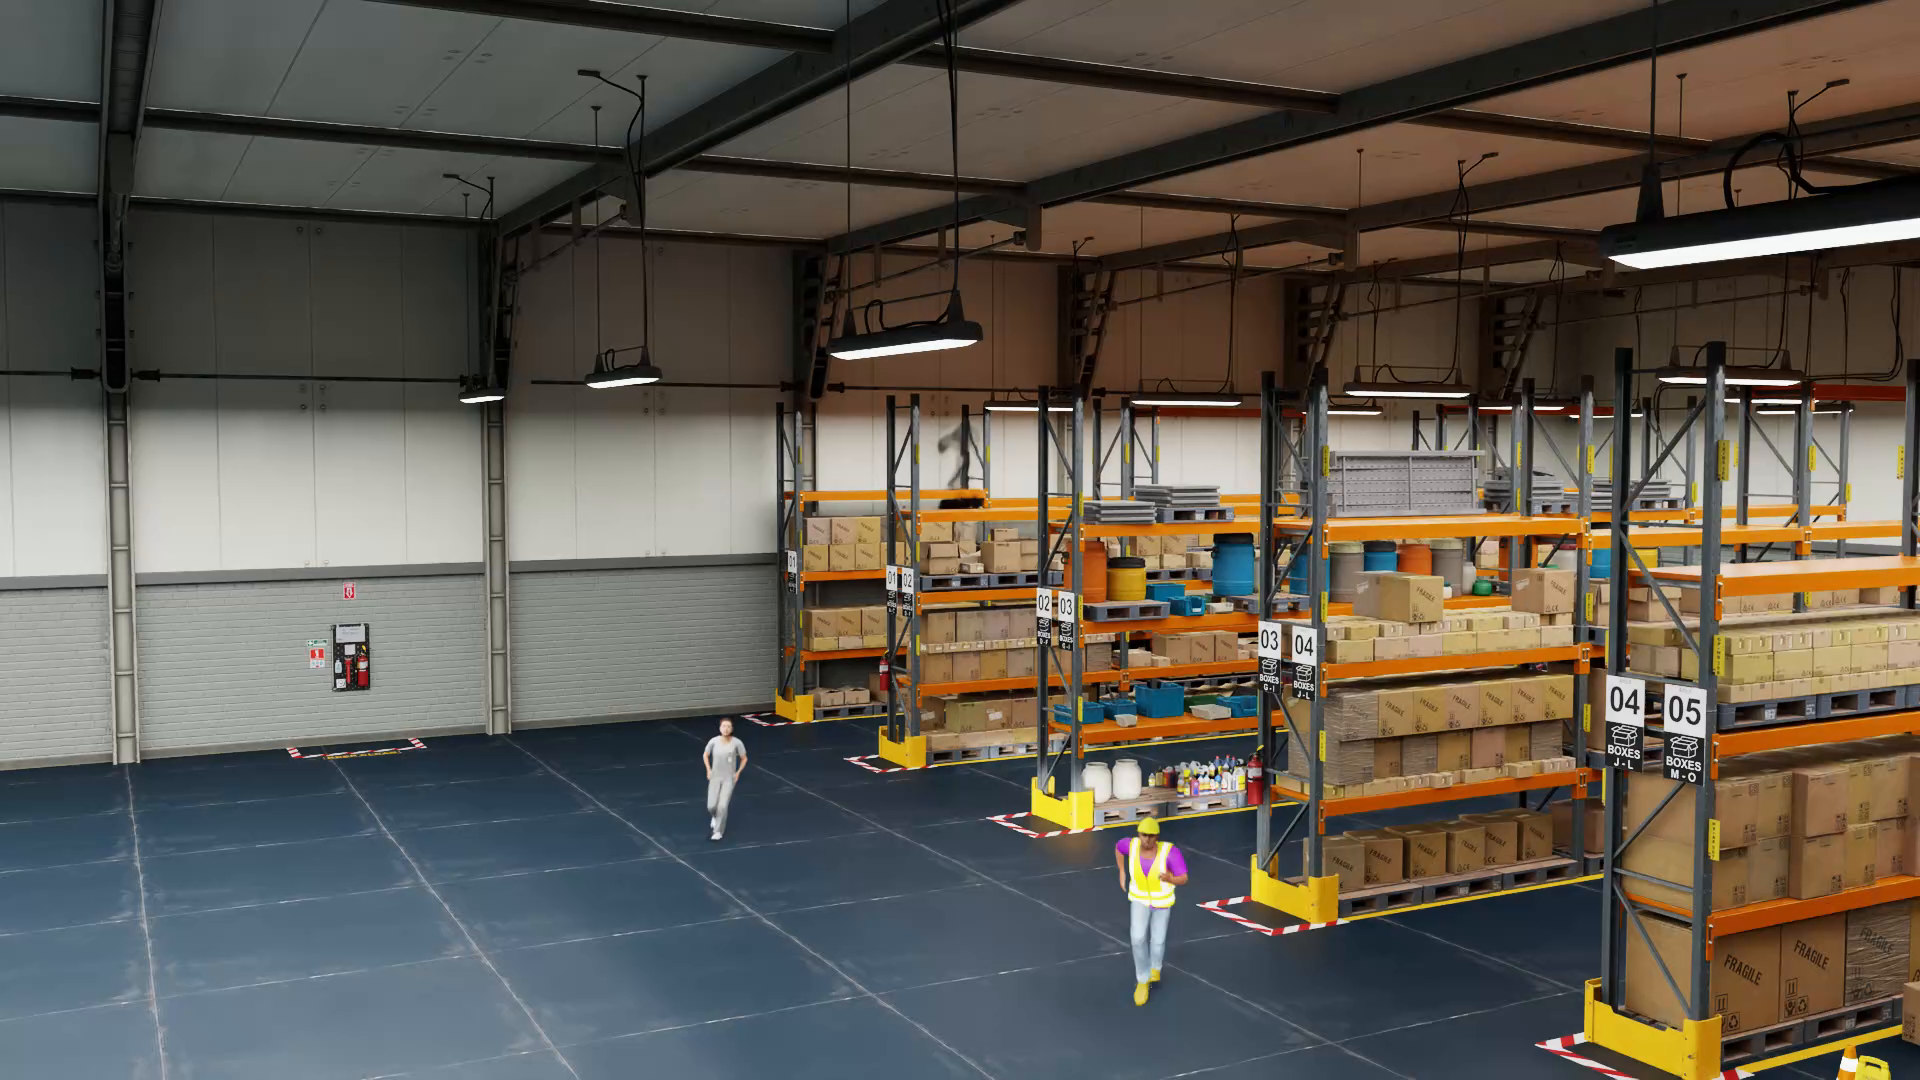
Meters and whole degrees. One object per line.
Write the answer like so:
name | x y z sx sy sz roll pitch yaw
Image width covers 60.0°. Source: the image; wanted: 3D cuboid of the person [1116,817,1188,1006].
person | 1.790 3.423 15.578 0.687 1.748 0.938 0 3 8

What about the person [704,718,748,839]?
person | -3.088 3.129 21.882 0.583 1.609 0.548 0 3 1
